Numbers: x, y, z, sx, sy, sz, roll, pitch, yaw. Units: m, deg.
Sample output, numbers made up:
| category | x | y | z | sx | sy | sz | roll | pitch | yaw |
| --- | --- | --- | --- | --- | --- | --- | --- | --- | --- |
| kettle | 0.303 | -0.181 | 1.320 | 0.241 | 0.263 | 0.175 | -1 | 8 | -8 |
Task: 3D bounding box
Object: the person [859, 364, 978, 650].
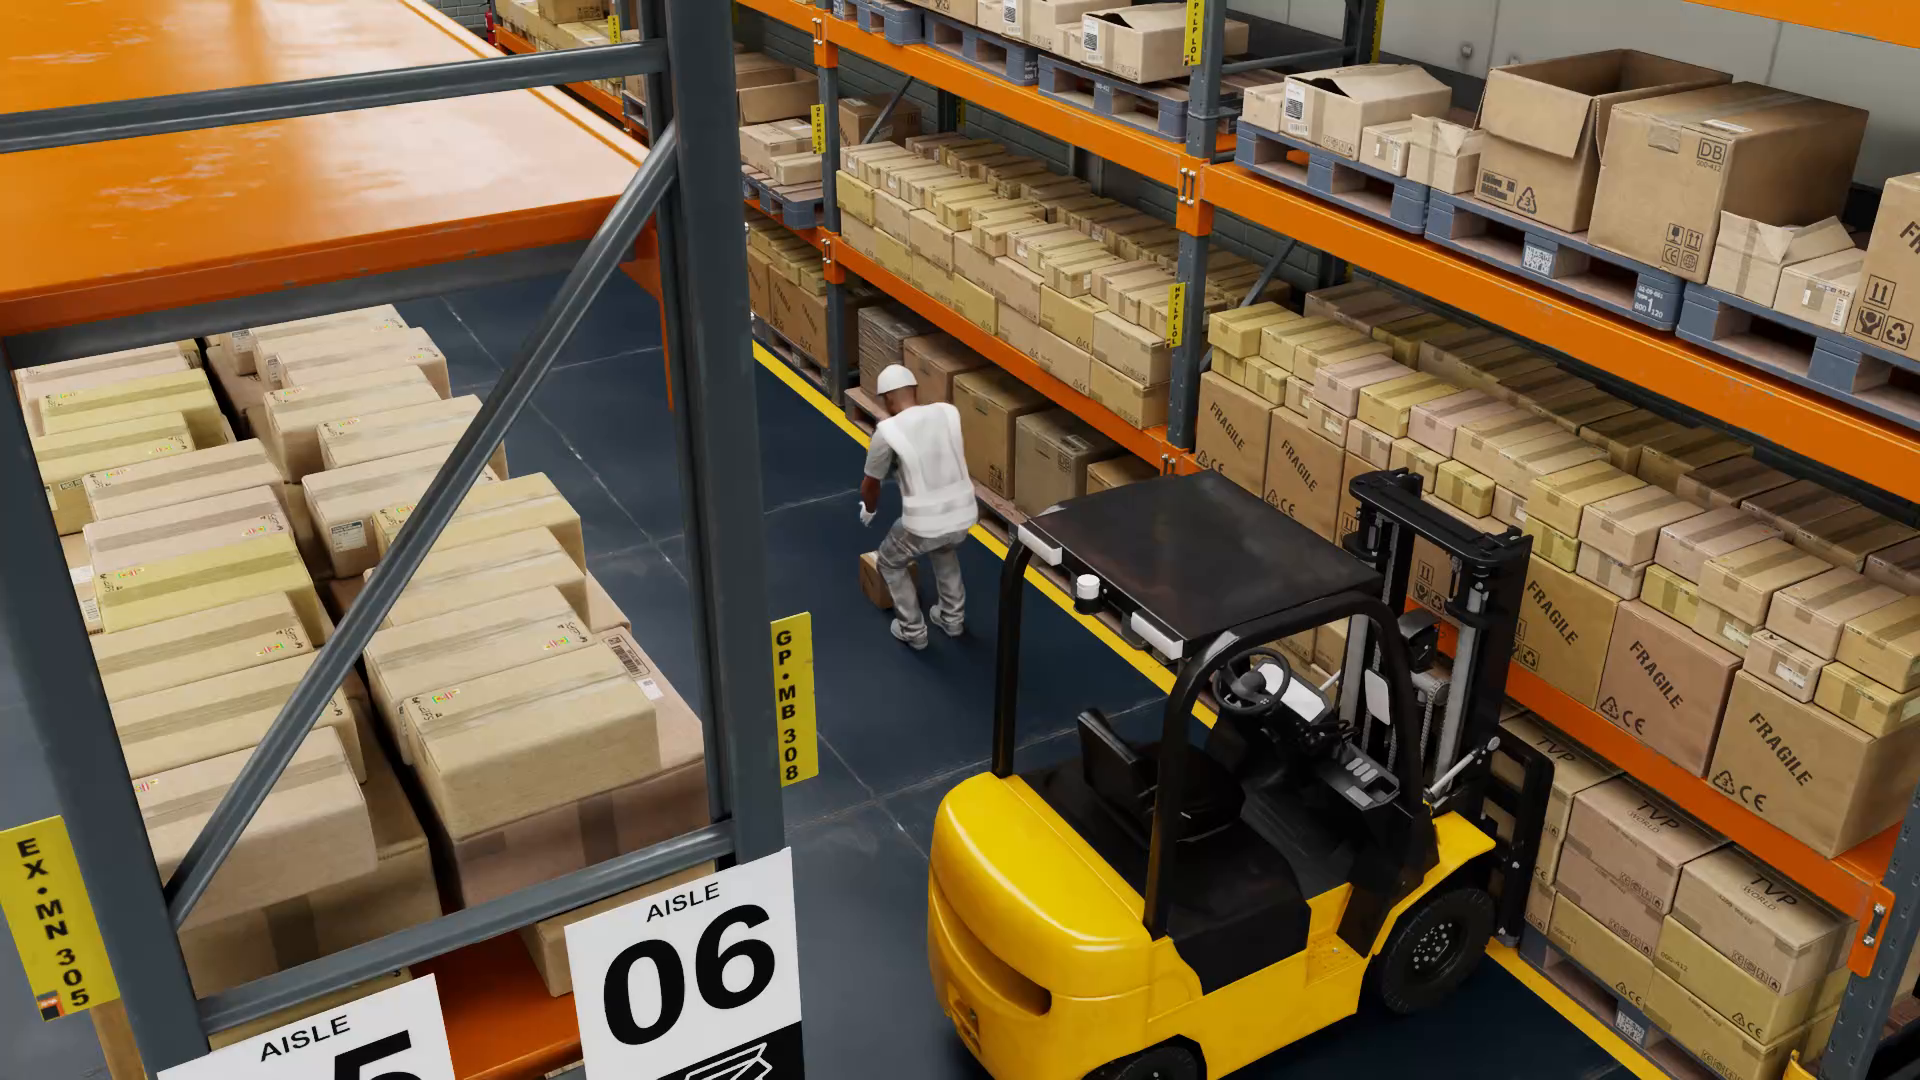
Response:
| category | x | y | z | sx | sy | sz | roll | pitch | yaw |
| --- | --- | --- | --- | --- | --- | --- | --- | --- | --- |
| person | -0.230 | -0.160 | 9.079 | 0.606 | 1.552 | 0.674 | -15 | 32 | -26 |
